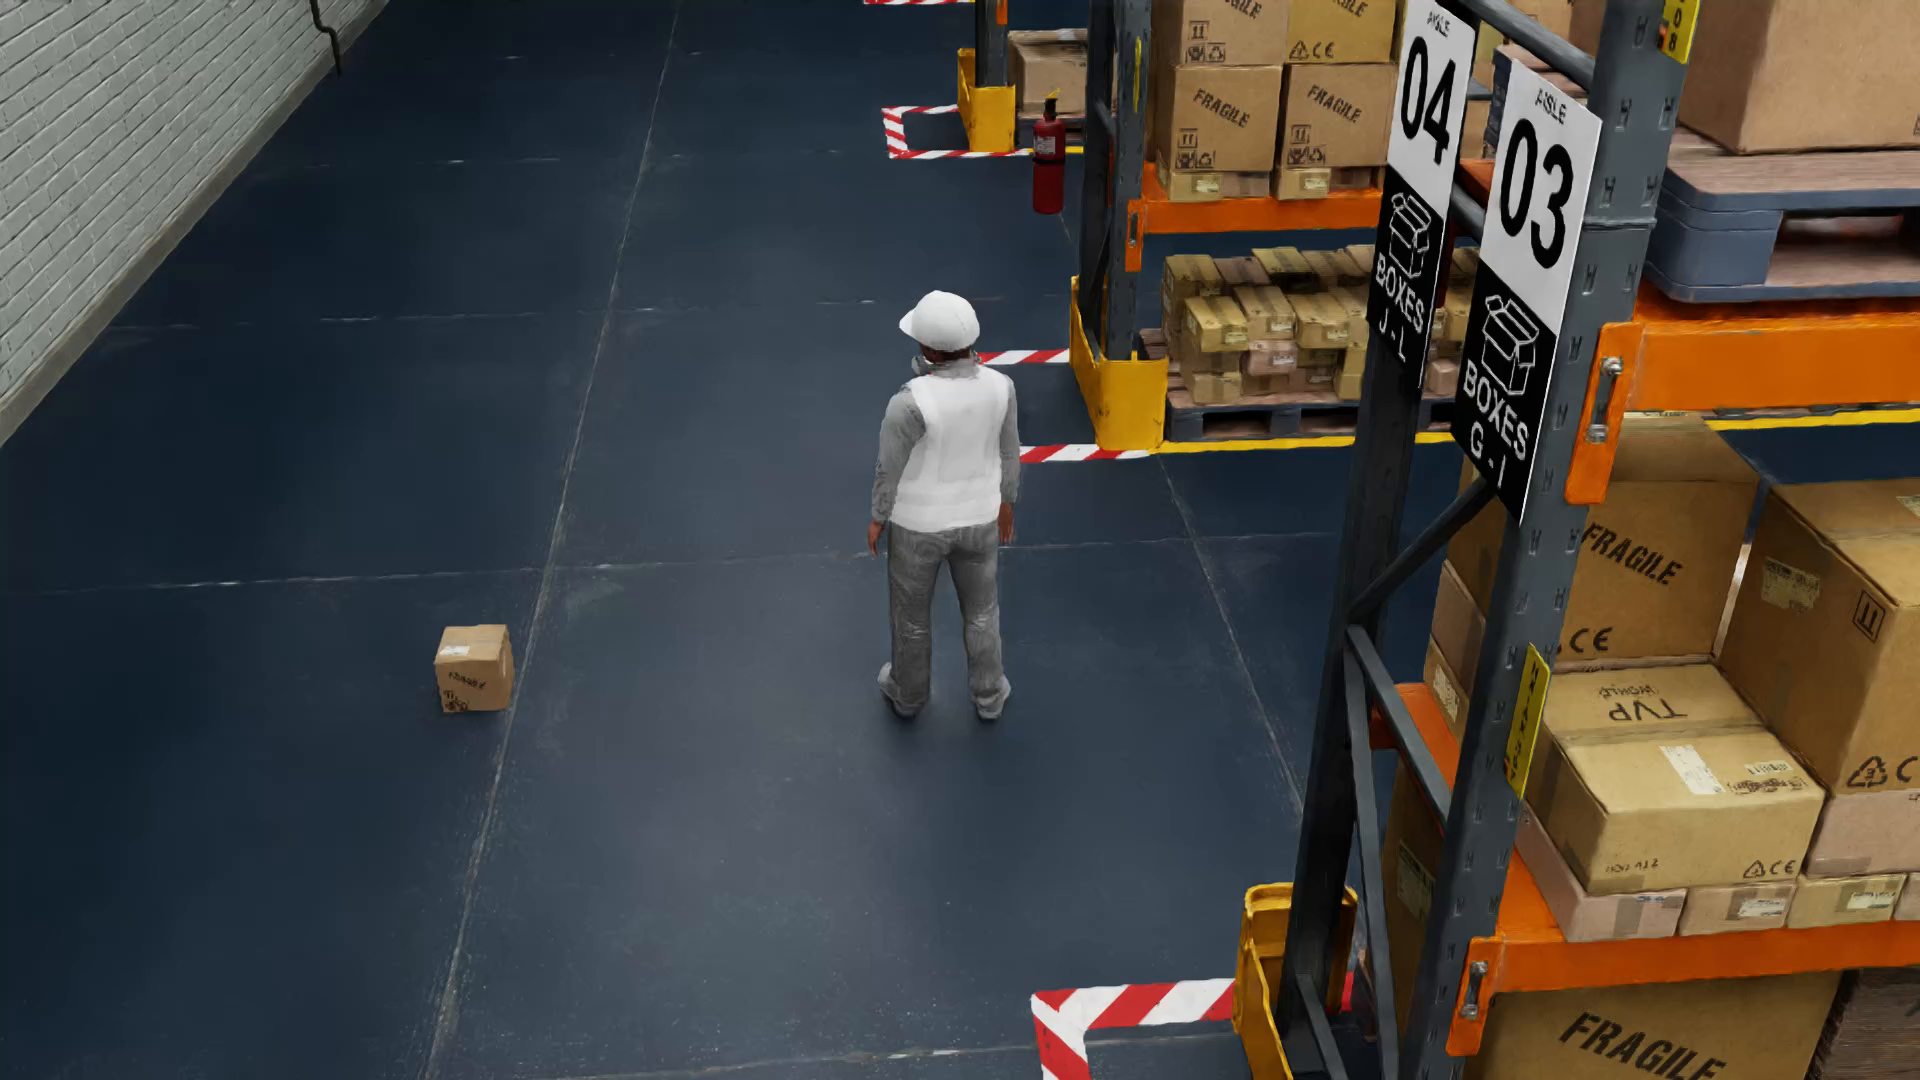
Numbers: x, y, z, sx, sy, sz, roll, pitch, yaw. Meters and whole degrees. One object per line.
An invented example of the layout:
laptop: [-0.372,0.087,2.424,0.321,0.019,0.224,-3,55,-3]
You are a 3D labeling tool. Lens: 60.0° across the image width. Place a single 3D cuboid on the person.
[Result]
person: [-0.070,-0.113,6.251,0.588,1.774,0.470,-14,34,-22]
